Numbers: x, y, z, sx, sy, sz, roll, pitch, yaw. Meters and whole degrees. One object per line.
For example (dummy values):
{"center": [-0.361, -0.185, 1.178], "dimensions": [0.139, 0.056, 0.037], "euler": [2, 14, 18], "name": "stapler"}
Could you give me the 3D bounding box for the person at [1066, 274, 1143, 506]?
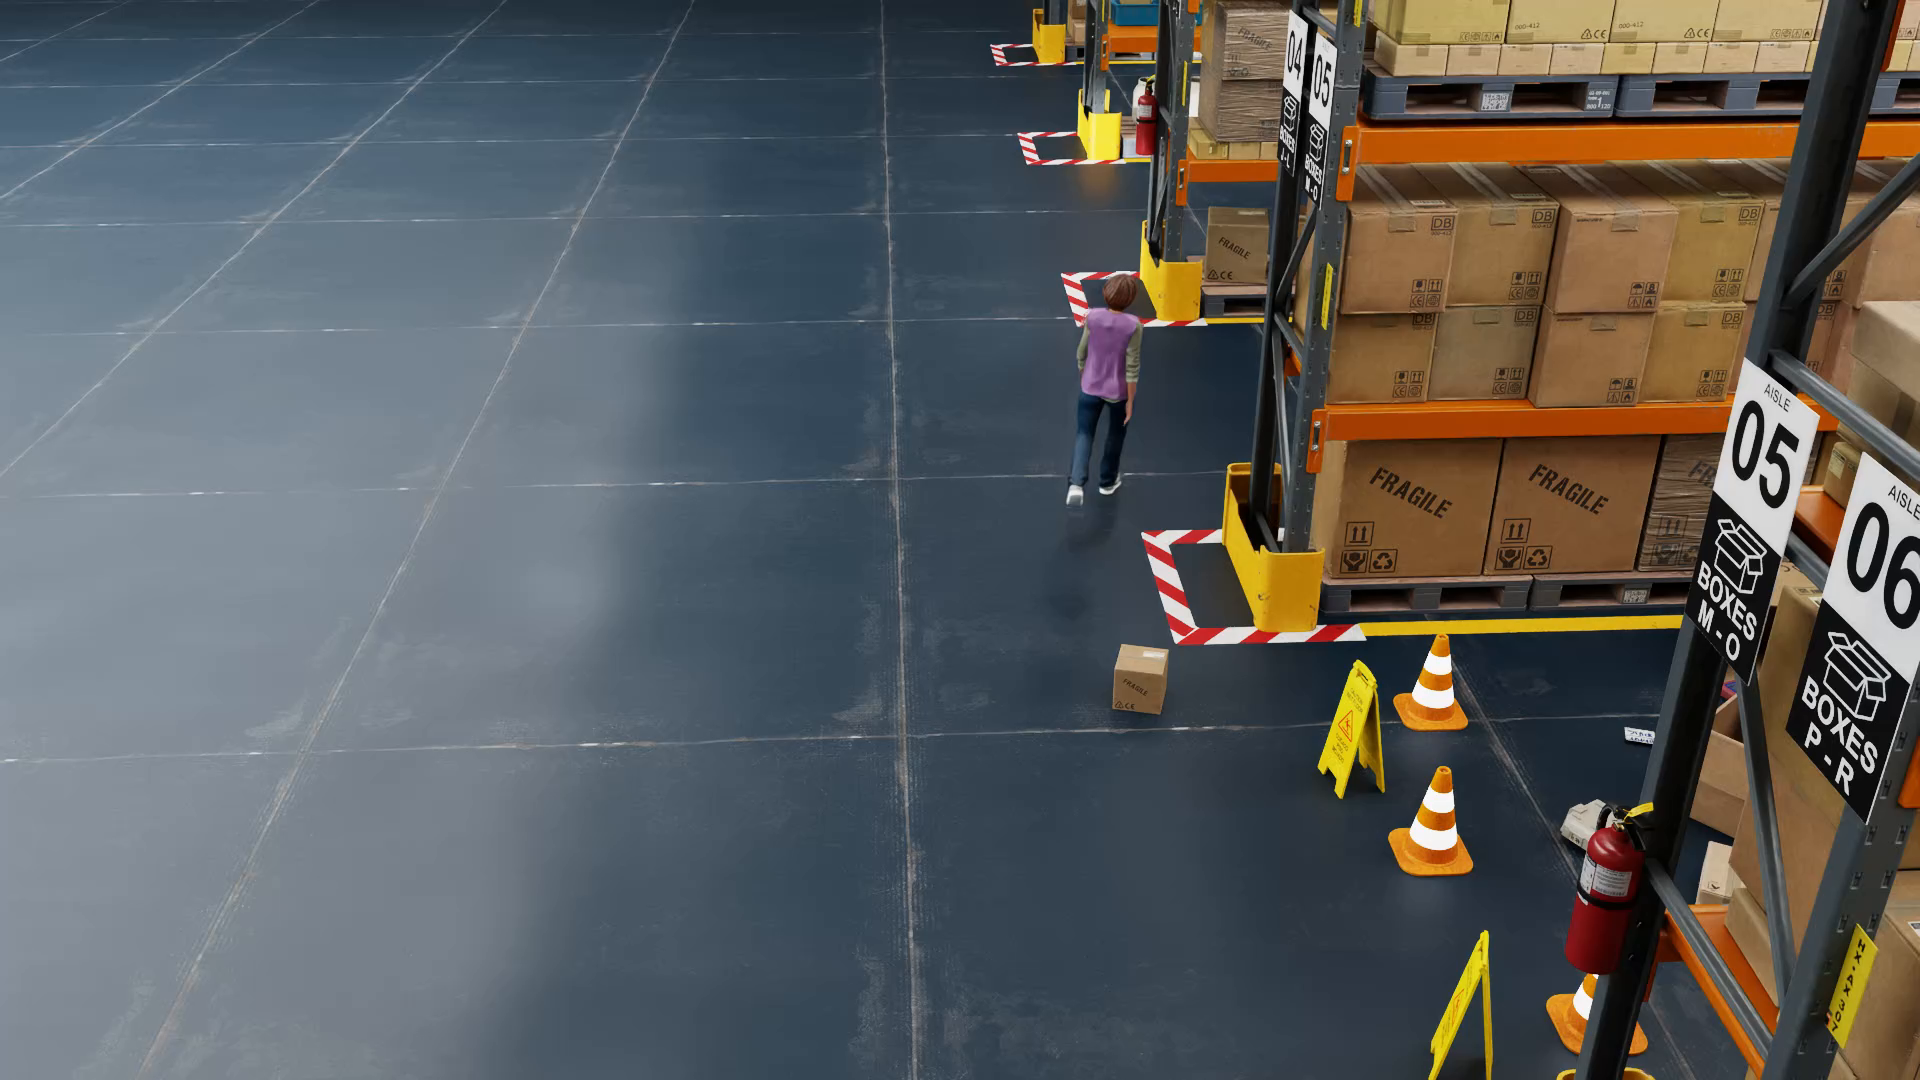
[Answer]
{"center": [0.913, -0.917, 10.355], "dimensions": [0.423, 1.561, 0.796], "euler": [9, 29, 16], "name": "person"}
